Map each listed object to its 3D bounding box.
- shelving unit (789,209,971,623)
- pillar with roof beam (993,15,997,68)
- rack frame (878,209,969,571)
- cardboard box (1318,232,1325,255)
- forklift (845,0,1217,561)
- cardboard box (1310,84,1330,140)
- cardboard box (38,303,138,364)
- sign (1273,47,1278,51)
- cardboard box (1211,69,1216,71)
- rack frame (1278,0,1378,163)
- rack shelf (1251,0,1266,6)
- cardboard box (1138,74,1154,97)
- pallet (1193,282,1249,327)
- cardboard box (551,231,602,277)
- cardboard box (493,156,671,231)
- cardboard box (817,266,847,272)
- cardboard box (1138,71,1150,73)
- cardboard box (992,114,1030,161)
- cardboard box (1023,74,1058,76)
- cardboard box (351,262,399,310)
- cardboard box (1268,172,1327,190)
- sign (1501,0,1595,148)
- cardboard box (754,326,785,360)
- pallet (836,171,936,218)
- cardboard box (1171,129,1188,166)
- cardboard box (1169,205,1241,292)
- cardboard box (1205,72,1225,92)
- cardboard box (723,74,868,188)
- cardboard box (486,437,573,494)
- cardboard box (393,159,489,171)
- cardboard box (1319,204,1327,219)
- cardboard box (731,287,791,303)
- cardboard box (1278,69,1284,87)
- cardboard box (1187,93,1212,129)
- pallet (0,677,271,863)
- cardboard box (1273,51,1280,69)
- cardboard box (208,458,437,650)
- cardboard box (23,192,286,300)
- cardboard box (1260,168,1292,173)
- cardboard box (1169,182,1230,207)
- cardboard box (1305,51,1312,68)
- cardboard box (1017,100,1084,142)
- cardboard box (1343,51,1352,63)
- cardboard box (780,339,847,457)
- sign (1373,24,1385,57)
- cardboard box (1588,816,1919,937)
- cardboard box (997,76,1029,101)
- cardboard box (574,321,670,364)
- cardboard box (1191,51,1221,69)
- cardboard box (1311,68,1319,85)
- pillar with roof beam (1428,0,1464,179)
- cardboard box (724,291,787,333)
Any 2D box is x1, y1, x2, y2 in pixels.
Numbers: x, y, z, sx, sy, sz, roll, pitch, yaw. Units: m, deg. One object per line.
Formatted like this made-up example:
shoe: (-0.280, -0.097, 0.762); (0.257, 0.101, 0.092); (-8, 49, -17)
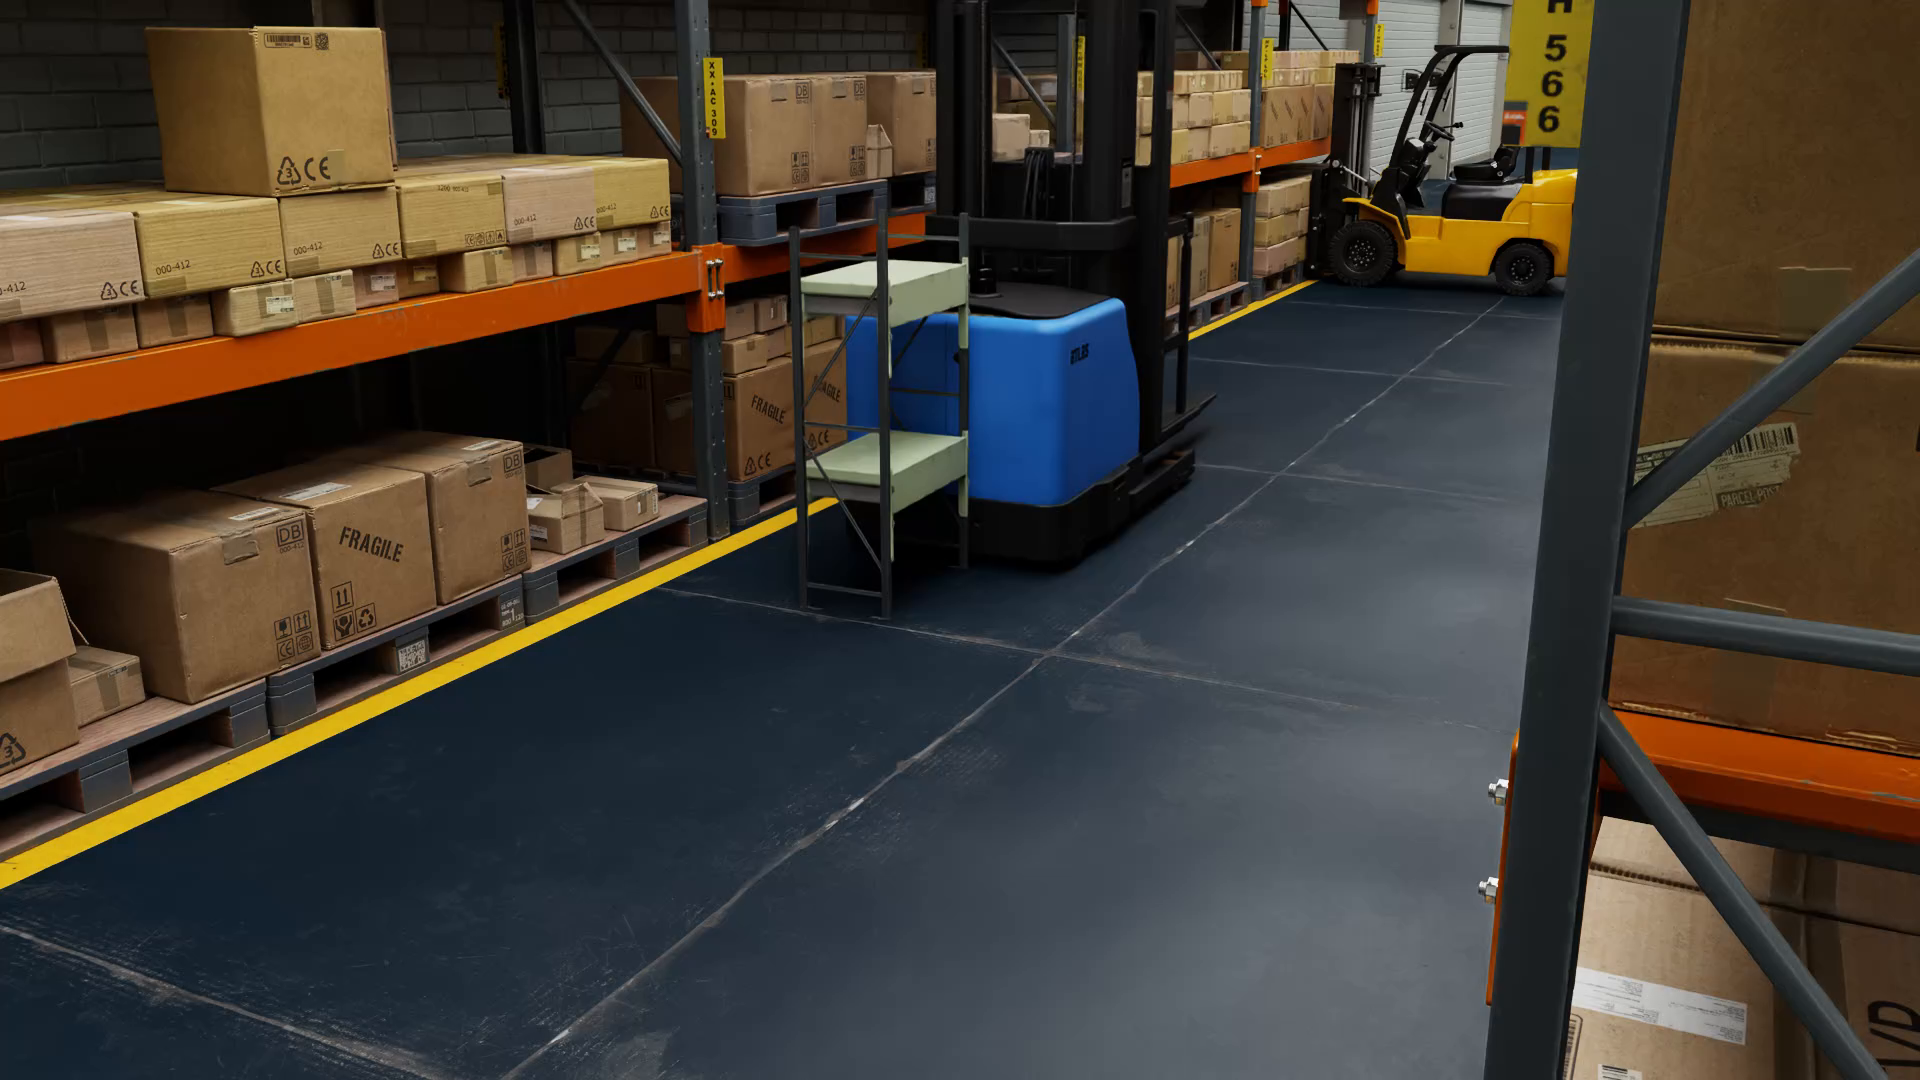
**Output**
shelving unit: (-0.300, -0.520, 6.640); (0.431, 1.500, 0.755); (7, 18, 23)
pillar with roof beam: (3.894, -5.296, 9.551); (9.100, 9.000, 0.400); (8, 18, 25)
rack frame: (-0.150, -0.615, 6.960); (0.400, 1.500, 0.023); (7, 18, 23)
cardboard box: (3.239, -2.896, 16.097); (0.500, 0.250, 0.500); (9, 19, 27)
forklift: (0.558, -1.690, 8.066); (1.130, 2.935, 3.031); (7, 18, 23)
cardboard box: (3.172, -4.057, 15.741); (0.500, 0.500, 0.500); (8, 18, 26)
cardboard box: (-2.590, -0.611, 4.754); (0.380, 0.149, 0.250); (9, 19, 27)
sign: (3.347, -5.084, 17.714); (0.100, 0.325, 0.005); (8, 18, 25)
cardboard box: (2.048, -4.082, 14.685); (0.380, 0.149, 0.250); (8, 18, 24)
rack frame: (3.841, -4.559, 17.606); (1.000, 3.000, 0.127); (8, 18, 25)
rack shelf: (1.160, -4.124, 12.136); (1.077, 0.370, 4.000); (8, 18, 25)
cardboard box: (1.239, -3.254, 11.897); (0.380, 0.149, 0.250); (9, 19, 27)
pallet: (1.759, -2.011, 13.924); (1.003, 0.211, 1.213); (8, 18, 25)
cardboard box: (-1.629, -1.130, 6.503); (0.380, 0.149, 0.250); (9, 19, 27)
cardboard box: (-1.531, -1.413, 6.753); (0.500, 0.250, 0.500); (9, 19, 27)
cardboard box: (-0.632, -1.547, 9.978); (0.380, 0.149, 0.250); (7, 18, 23)
cardboard box: (1.330, -3.644, 13.210); (0.380, 0.149, 0.250); (8, 18, 25)
cardboard box: (0.084, -2.341, 9.664); (0.500, 0.250, 0.500); (7, 18, 23)
cardboard box: (0.651, -3.256, 11.904); (0.380, 0.149, 0.250); (8, 18, 25)
cardboard box: (-2.143, -0.878, 5.654); (0.380, 0.149, 0.250); (8, 18, 25)
cardboard box: (3.241, -3.376, 15.958); (0.500, 0.250, 0.500); (8, 18, 24)
sign: (0.654, -0.594, 1.808); (0.100, 0.325, 0.005); (8, 18, 25)
cardboard box: (-1.068, -0.954, 7.983); (0.380, 0.149, 0.250); (8, 18, 24)
pallet: (-0.599, -1.934, 9.103); (1.003, 0.211, 1.213); (8, 18, 25)
cardboard box: (1.369, -2.923, 12.361); (0.500, 0.250, 0.500); (9, 19, 27)
cardboard box: (1.830, -2.469, 14.002); (0.875, 0.625, 0.625); (9, 19, 28)
cardboard box: (1.845, -3.576, 12.982); (0.380, 0.149, 0.250); (7, 18, 24)
cardboard box: (-0.874, -1.979, 8.004); (0.700, 0.500, 0.500); (8, 18, 26)
cardboard box: (-2.028, -0.277, 7.173); (0.500, 0.311, 0.500); (9, 19, 27)
cardboard box: (-2.202, -1.353, 6.552); (0.500, 0.250, 0.500); (8, 18, 25)
cardboard box: (3.231, -3.131, 16.011); (0.500, 0.250, 0.500); (8, 18, 25)
cardboard box: (-1.074, -1.282, 9.086); (0.380, 0.149, 0.250); (8, 18, 26)
cardboard box: (2.637, -4.083, 14.688); (0.380, 0.149, 0.250); (8, 18, 25)
cardboard box: (1.606, -3.289, 12.715); (0.500, 0.250, 0.500); (8, 19, 26)
pallet: (-2.919, 0.631, 5.031); (1.003, 0.211, 1.213); (8, 18, 25)
cardboard box: (2.603, -4.229, 14.659); (0.380, 0.149, 0.250); (8, 18, 24)
cardboard box: (-2.208, 0.035, 5.792); (0.500, 0.500, 0.500); (8, 19, 26)
cardboard box: (-2.416, -0.894, 5.006); (0.500, 0.250, 0.500); (8, 18, 24)
cardboard box: (3.004, -3.570, 16.610); (0.500, 0.250, 0.500); (8, 18, 25)
cardboard box: (2.100, -3.053, 14.870); (0.500, 0.250, 0.500); (9, 19, 26)
cardboard box: (3.062, -4.489, 15.533); (0.380, 0.149, 0.250); (8, 18, 26)
cardboard box: (0.705, -2.768, 10.961); (0.500, 0.250, 0.500); (8, 18, 25)
cardboard box: (3.694, -4.806, 16.599); (0.380, 0.149, 0.250); (9, 19, 27)
cardboard box: (-0.875, -0.737, 8.390); (0.500, 0.500, 0.500); (8, 18, 25)
sign: (4.320, -5.155, 17.163); (0.100, 0.325, 0.005); (8, 18, 25)
cardboard box: (1.741, 0.759, 3.464); (0.875, 0.438, 0.875); (9, 19, 27)
cardboard box: (0.230, -2.989, 11.004); (0.380, 0.149, 0.250); (9, 19, 27)
cardboard box: (-1.615, -0.947, 7.958); (0.380, 0.149, 0.250); (7, 18, 23)
cardboard box: (2.075, -4.220, 14.627); (0.380, 0.149, 0.250); (8, 18, 24)
cardboard box: (3.140, -4.338, 15.547); (0.380, 0.149, 0.250); (8, 18, 24)
pillar with roof beam: (11.937, -9.881, 24.988); (9.100, 9.000, 0.400); (8, 18, 25)
cardboard box: (-1.050, -1.089, 7.913); (0.380, 0.149, 0.250); (7, 18, 23)
